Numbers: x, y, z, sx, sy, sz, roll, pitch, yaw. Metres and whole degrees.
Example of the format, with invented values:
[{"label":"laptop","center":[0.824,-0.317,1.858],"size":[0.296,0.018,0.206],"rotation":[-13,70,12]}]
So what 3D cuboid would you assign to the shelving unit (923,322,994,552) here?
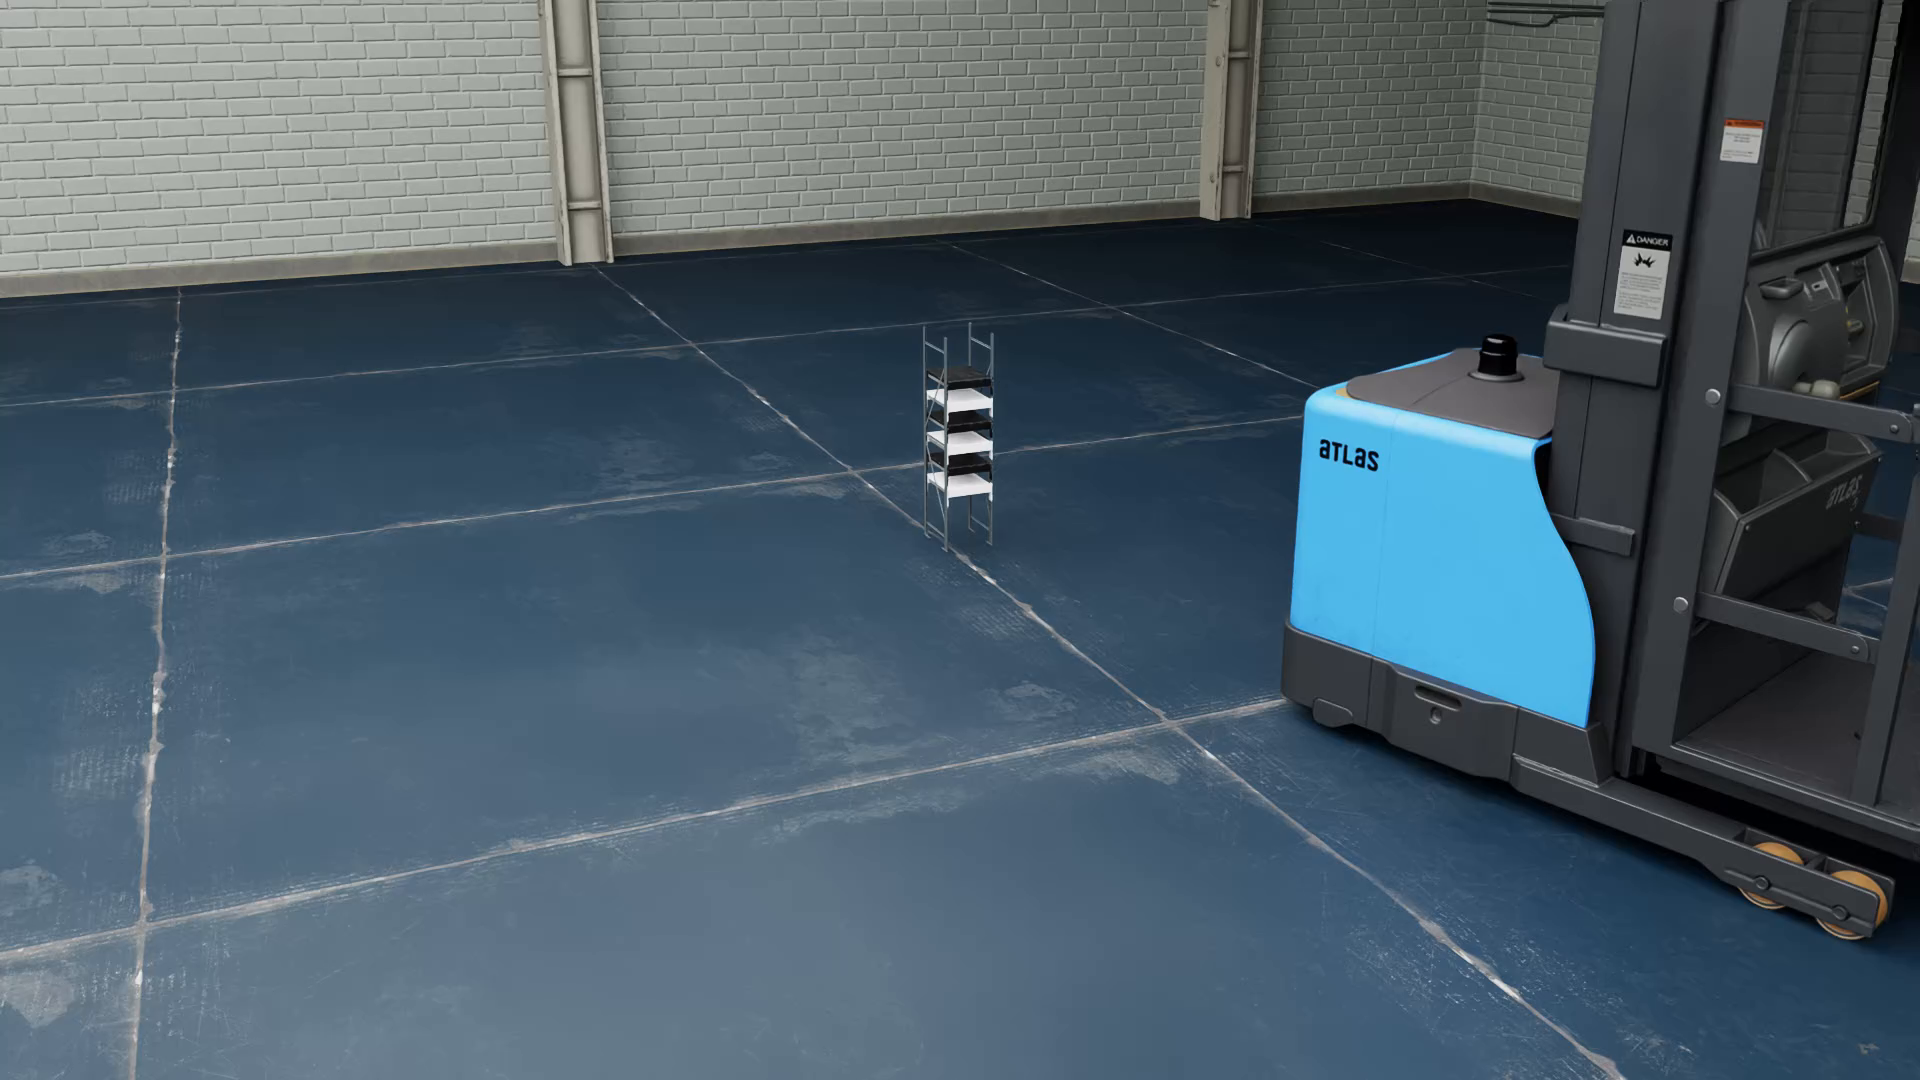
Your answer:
[{"label":"shelving unit","center":[-0.007,-0.423,6.870],"size":[0.210,0.900,0.258],"rotation":[-8,21,-22]}]

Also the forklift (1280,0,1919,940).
[{"label":"forklift","center":[2.412,-0.572,4.234],"size":[1.130,2.935,3.031],"rotation":[-17,26,-40]}]

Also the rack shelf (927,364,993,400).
[{"label":"rack shelf","center":[-0.007,-0.647,6.791],"size":[0.200,0.077,0.258],"rotation":[-8,21,-22]}]

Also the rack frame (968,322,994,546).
[{"label":"rack frame","center":[0.086,-0.437,6.908],"size":[0.006,0.900,0.240],"rotation":[-8,21,-22]}]

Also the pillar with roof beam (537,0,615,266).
[{"label":"pillar with roof beam","center":[-1.312,-5.185,8.198],"size":[0.400,9.000,9.100],"rotation":[-8,21,-22]}]

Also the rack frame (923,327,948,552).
[{"label":"rack frame","center":[-0.101,-0.410,6.832],"size":[0.006,0.900,0.240],"rotation":[-8,21,-22]}]

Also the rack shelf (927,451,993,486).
[{"label":"rack shelf","center":[-0.007,-0.307,6.911],"size":[0.200,0.077,0.258],"rotation":[-8,21,-22]}]

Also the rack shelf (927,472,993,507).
[{"label":"rack shelf","center":[-0.007,-0.222,6.940],"size":[0.200,0.077,0.258],"rotation":[-8,21,-22]}]

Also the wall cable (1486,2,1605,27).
[{"label":"wall cable","center":[5.721,-5.806,14.639],"size":[0.112,2.526,3.097],"rotation":[-8,21,-22]}]

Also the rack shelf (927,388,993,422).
[{"label":"rack shelf","center":[-0.007,-0.562,6.821],"size":[0.200,0.077,0.258],"rotation":[-8,21,-22]}]

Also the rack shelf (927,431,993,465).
[{"label":"rack shelf","center":[-0.007,-0.392,6.881],"size":[0.200,0.077,0.258],"rotation":[-8,21,-22]}]

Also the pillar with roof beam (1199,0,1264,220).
[{"label":"pillar with roof beam","center":[4.197,-5.974,10.439],"size":[0.400,9.000,9.100],"rotation":[-8,21,-22]}]

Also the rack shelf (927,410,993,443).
[{"label":"rack shelf","center":[-0.007,-0.477,6.851],"size":[0.200,0.077,0.258],"rotation":[-8,21,-22]}]
